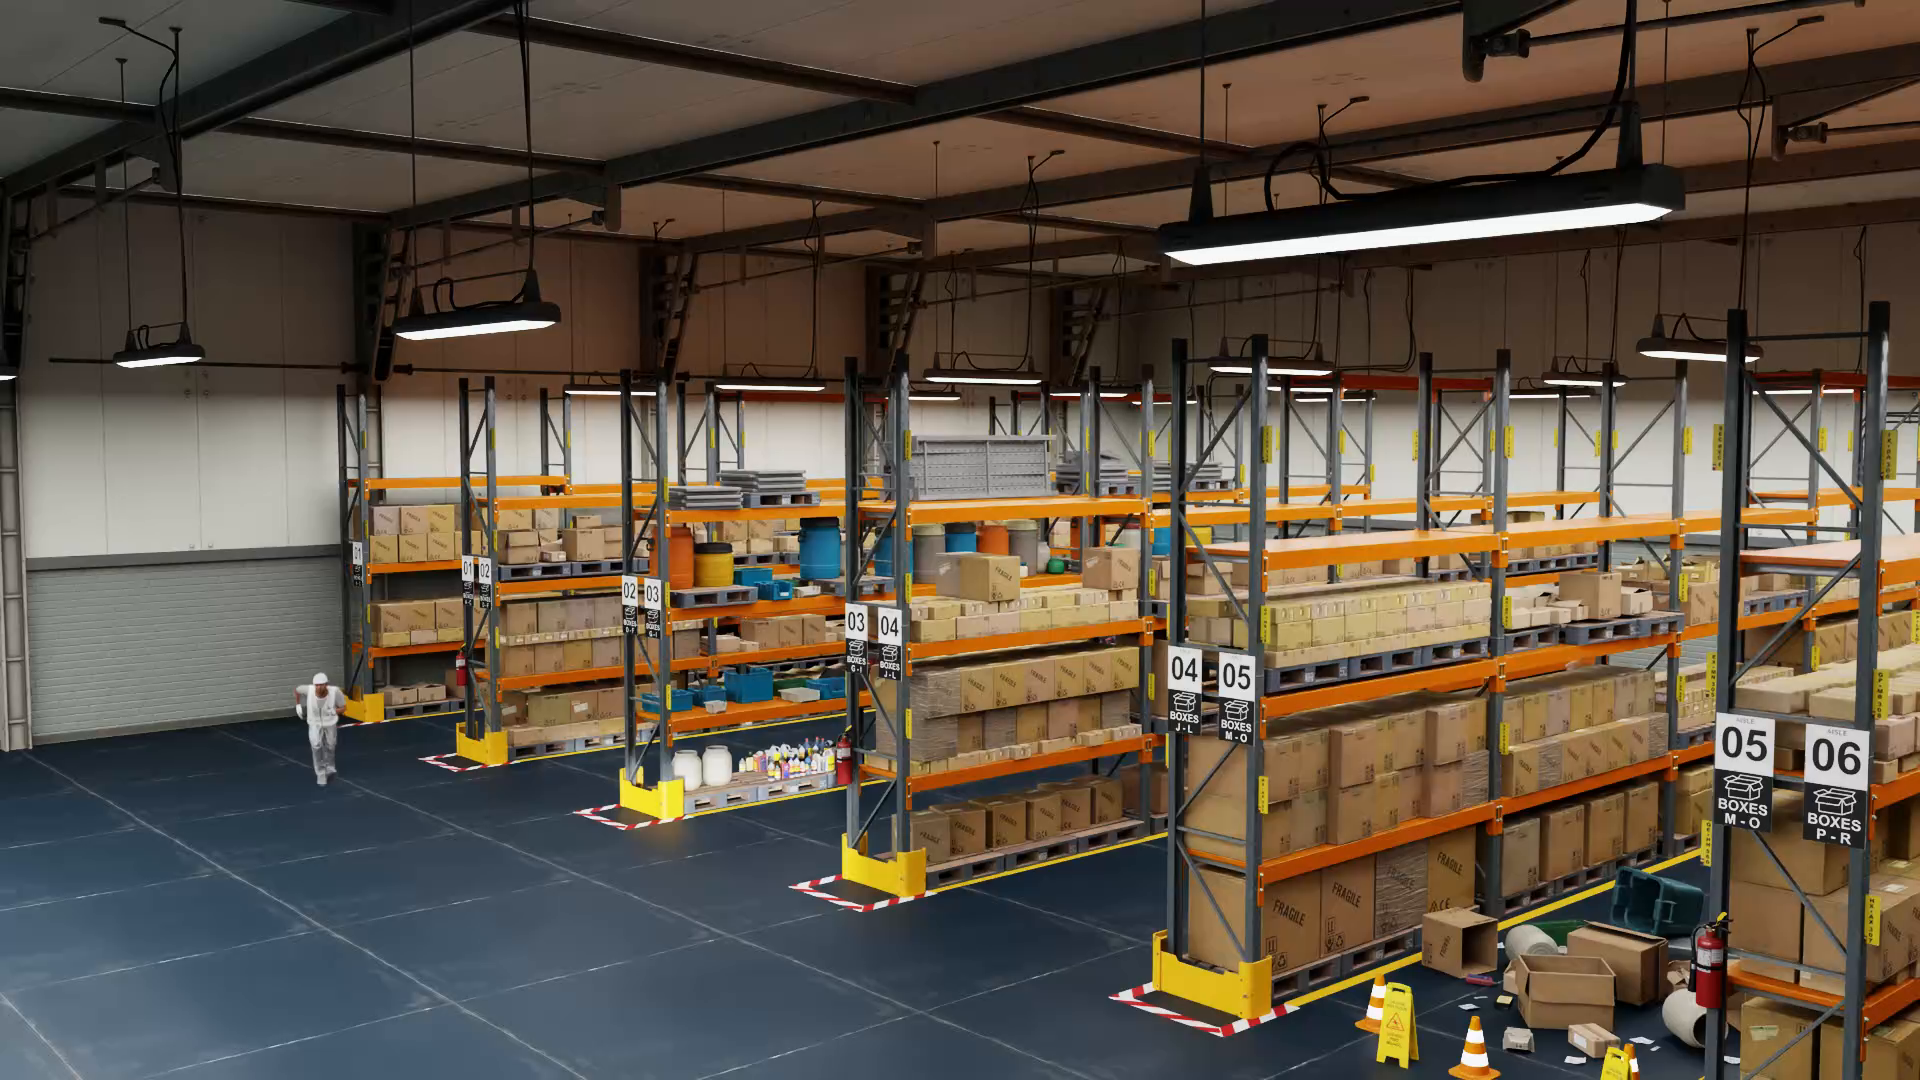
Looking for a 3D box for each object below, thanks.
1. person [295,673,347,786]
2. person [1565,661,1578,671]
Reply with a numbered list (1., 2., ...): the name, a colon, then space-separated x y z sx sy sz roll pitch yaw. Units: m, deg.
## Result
1. person: -9.374 2.665 24.422 0.729 1.525 0.990 -1 4 -16
2. person: 9.103 2.648 24.989 0.608 1.745 0.823 -2 4 -25
